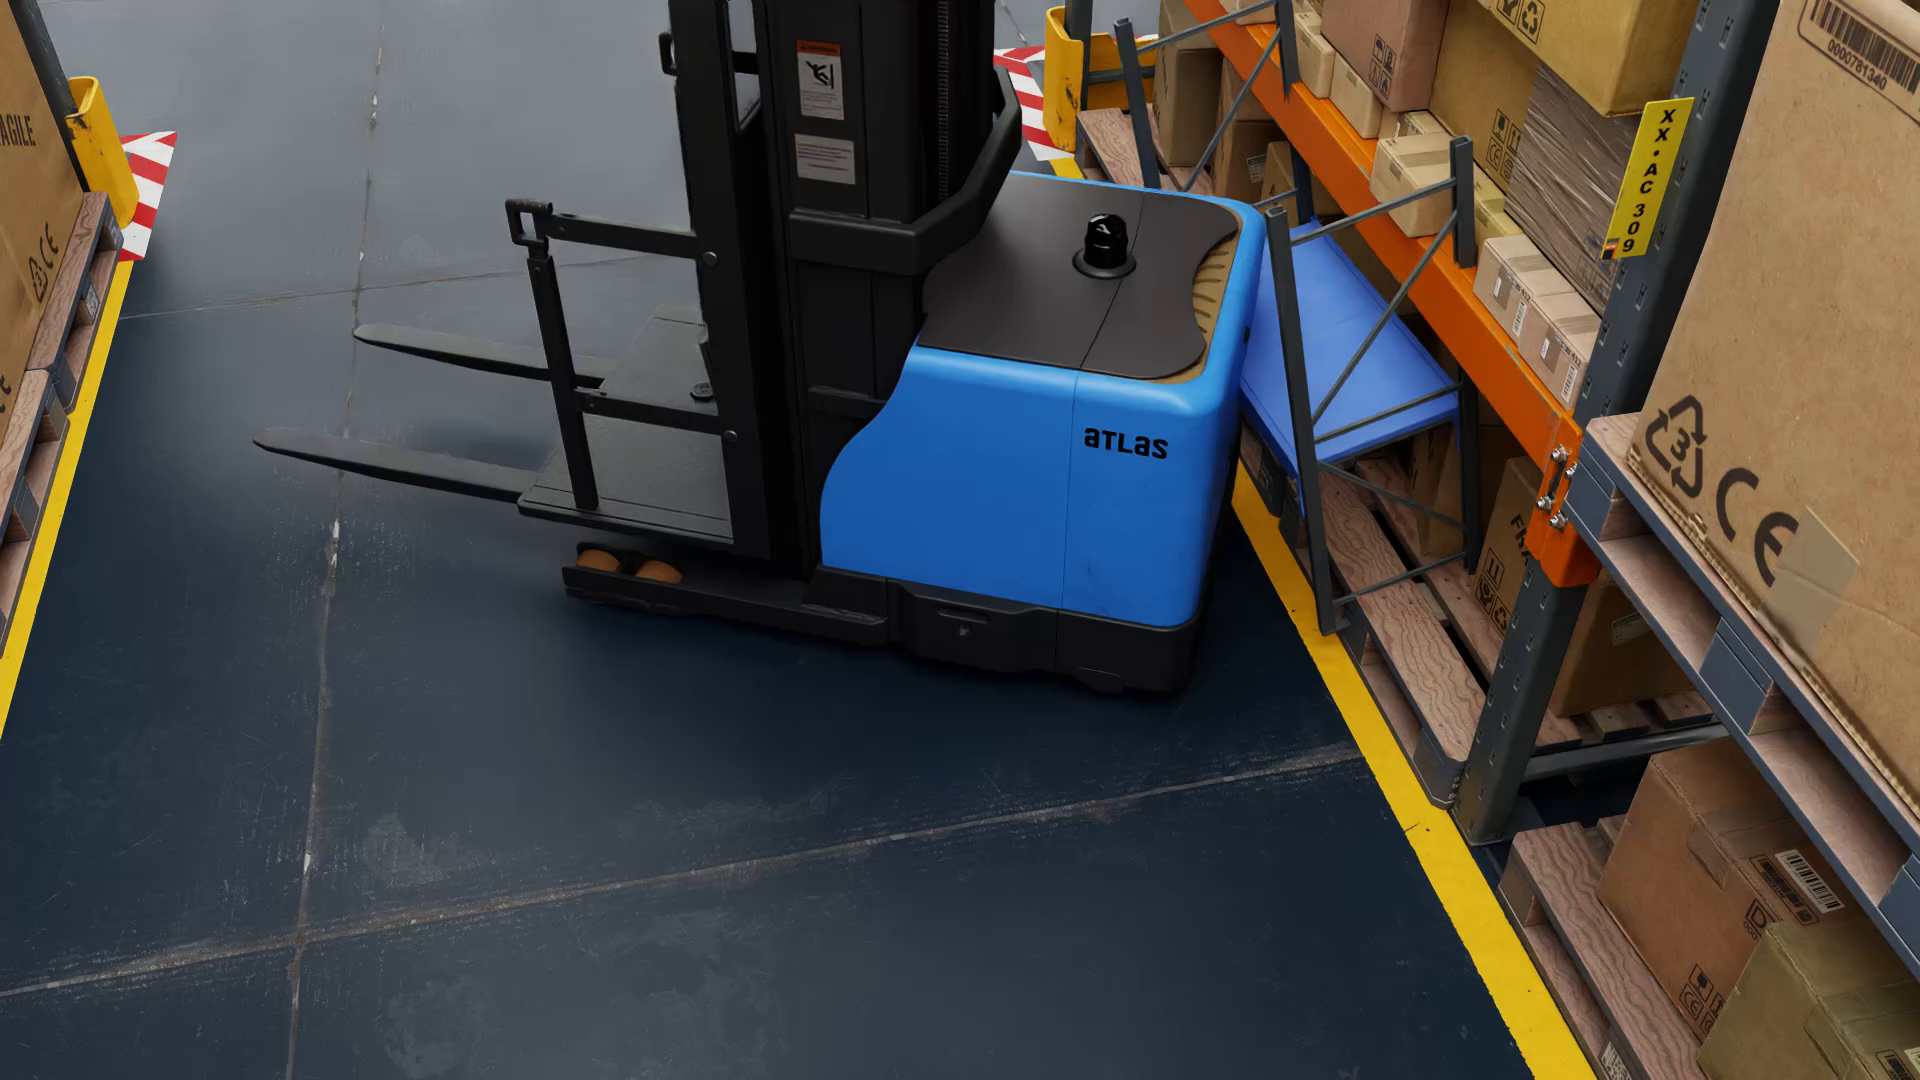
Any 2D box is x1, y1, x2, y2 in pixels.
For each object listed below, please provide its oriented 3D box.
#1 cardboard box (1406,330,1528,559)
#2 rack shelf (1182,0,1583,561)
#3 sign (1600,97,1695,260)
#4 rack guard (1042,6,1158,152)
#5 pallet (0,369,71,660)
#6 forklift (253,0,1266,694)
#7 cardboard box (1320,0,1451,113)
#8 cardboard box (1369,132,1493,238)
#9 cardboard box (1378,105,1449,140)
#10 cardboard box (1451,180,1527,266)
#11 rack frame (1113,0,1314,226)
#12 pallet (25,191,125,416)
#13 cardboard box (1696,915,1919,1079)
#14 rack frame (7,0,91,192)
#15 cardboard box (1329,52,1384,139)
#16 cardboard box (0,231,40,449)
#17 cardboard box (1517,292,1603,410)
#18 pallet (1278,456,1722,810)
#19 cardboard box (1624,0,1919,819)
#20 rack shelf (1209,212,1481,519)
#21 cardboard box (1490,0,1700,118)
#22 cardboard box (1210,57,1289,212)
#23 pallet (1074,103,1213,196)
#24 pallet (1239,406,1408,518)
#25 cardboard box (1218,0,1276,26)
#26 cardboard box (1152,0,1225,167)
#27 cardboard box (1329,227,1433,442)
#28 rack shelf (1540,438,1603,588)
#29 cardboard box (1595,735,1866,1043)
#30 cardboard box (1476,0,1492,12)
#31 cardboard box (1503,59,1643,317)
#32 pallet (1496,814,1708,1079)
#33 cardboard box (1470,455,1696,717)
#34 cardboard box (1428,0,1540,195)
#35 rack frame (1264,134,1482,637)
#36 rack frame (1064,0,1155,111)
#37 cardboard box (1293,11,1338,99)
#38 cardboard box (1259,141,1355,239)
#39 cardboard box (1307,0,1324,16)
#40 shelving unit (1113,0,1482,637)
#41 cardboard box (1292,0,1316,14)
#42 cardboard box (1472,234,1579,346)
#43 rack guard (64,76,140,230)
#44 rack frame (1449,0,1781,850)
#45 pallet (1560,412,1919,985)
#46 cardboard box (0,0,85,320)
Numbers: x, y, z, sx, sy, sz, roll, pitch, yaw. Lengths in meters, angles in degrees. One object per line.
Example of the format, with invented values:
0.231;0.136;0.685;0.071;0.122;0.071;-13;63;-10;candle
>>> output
1.627;-0.283;4.876;0.500;0.500;0.500;4;42;4;cardboard box
1.374;-1.453;5.170;1.077;0.370;4.000;-8;42;-9;rack shelf
1.277;-0.667;3.090;0.100;0.325;0.005;-8;42;-9;sign
0.959;-2.035;7.166;1.175;0.500;0.348;-8;42;-9;rack guard
-3.414;-0.034;5.130;1.003;0.211;1.213;-8;42;-9;pallet
-0.695;-1.197;4.391;3.031;2.935;1.130;10;43;11;forklift
1.489;-1.514;4.397;0.875;0.500;0.500;-8;42;-9;cardboard box
1.269;-0.909;4.204;0.380;0.149;0.250;-8;42;-9;cardboard box
1.344;-1.090;4.408;0.380;0.149;0.250;-8;42;-9;cardboard box
1.432;-0.763;4.040;0.380;0.149;0.250;-8;42;-9;cardboard box
0.829;-0.981;5.038;0.500;1.500;0.032;-21;44;-2;rack frame
-3.674;-0.824;6.019;1.003;0.211;1.213;-8;42;-9;pallet
2.002;1.057;3.351;0.700;0.500;0.500;-9;42;-10;cardboard box
-3.923;-2.374;5.664;1.000;3.000;0.127;-8;42;-9;rack frame
1.251;-1.247;4.584;0.380;0.149;0.250;-8;42;-9;cardboard box
-3.520;-0.736;5.104;0.875;0.875;0.875;-9;42;-10;cardboard box
1.472;-0.429;3.663;0.380;0.149;0.250;-8;42;-9;cardboard box
1.626;0.187;4.881;1.003;0.211;1.213;-8;42;-9;pallet
1.840;-0.272;2.529;1.000;1.000;1.000;-8;42;-9;cardboard box
1.010;-0.531;4.802;0.538;0.185;1.000;-21;44;-2;rack shelf
1.440;-1.201;3.291;0.500;0.500;0.500;-8;42;-9;cardboard box
1.223;-1.451;6.192;0.500;0.500;0.500;2;42;2;cardboard box
1.099;-1.395;6.663;1.003;0.211;1.213;-8;42;-9;pallet
1.359;-0.606;5.773;1.003;0.211;1.213;-8;42;-9;pallet
1.000;-1.720;5.117;0.380;0.149;0.250;-8;42;-9;cardboard box
1.061;-1.834;6.623;0.500;0.500;0.500;-1;42;-1;cardboard box
1.417;-0.675;5.317;0.500;0.500;0.500;-12;43;-13;cardboard box
2.237;1.139;2.249;1.077;0.370;4.000;-8;42;-9;rack shelf
1.917;0.745;3.702;0.700;0.500;0.500;-11;43;-13;cardboard box
1.331;-1.525;3.656;0.500;0.500;0.500;-8;42;-9;cardboard box
1.769;-0.875;3.677;0.875;0.500;0.500;-8;42;-9;cardboard box
1.975;1.121;3.828;1.003;0.211;1.213;-8;42;-9;pallet
1.758;0.087;4.459;0.500;0.500;0.500;-10;42;-11;cardboard box
1.695;-1.204;4.048;0.875;0.500;0.500;-8;42;-9;cardboard box
1.107;-0.325;4.313;0.500;1.500;0.032;-21;44;-2;rack frame
0.942;-3.019;6.391;1.000;3.000;0.127;-8;42;-9;rack frame
1.163;-1.404;4.761;0.380;0.149;0.250;-8;42;-9;cardboard box
1.340;-1.043;5.732;0.500;0.500;0.500;-5;42;-5;cardboard box
1.421;-1.844;4.768;0.875;0.500;0.500;-8;42;-9;cardboard box
0.968;-0.653;4.676;0.538;1.500;1.048;-21;44;-2;shelving unit
1.184;-1.577;4.956;0.380;0.149;0.250;-8;42;-9;cardboard box
1.427;-0.593;3.847;0.380;0.149;0.250;-8;42;-9;cardboard box
-3.928;-1.454;6.512;1.175;0.500;0.348;-8;42;-9;rack guard
1.806;-0.426;3.470;1.000;3.000;0.127;-8;42;-9;rack frame
1.829;0.162;2.952;1.003;0.211;1.213;-8;42;-9;pallet
-3.712;-1.306;5.746;0.875;0.875;0.875;-8;42;-9;cardboard box
